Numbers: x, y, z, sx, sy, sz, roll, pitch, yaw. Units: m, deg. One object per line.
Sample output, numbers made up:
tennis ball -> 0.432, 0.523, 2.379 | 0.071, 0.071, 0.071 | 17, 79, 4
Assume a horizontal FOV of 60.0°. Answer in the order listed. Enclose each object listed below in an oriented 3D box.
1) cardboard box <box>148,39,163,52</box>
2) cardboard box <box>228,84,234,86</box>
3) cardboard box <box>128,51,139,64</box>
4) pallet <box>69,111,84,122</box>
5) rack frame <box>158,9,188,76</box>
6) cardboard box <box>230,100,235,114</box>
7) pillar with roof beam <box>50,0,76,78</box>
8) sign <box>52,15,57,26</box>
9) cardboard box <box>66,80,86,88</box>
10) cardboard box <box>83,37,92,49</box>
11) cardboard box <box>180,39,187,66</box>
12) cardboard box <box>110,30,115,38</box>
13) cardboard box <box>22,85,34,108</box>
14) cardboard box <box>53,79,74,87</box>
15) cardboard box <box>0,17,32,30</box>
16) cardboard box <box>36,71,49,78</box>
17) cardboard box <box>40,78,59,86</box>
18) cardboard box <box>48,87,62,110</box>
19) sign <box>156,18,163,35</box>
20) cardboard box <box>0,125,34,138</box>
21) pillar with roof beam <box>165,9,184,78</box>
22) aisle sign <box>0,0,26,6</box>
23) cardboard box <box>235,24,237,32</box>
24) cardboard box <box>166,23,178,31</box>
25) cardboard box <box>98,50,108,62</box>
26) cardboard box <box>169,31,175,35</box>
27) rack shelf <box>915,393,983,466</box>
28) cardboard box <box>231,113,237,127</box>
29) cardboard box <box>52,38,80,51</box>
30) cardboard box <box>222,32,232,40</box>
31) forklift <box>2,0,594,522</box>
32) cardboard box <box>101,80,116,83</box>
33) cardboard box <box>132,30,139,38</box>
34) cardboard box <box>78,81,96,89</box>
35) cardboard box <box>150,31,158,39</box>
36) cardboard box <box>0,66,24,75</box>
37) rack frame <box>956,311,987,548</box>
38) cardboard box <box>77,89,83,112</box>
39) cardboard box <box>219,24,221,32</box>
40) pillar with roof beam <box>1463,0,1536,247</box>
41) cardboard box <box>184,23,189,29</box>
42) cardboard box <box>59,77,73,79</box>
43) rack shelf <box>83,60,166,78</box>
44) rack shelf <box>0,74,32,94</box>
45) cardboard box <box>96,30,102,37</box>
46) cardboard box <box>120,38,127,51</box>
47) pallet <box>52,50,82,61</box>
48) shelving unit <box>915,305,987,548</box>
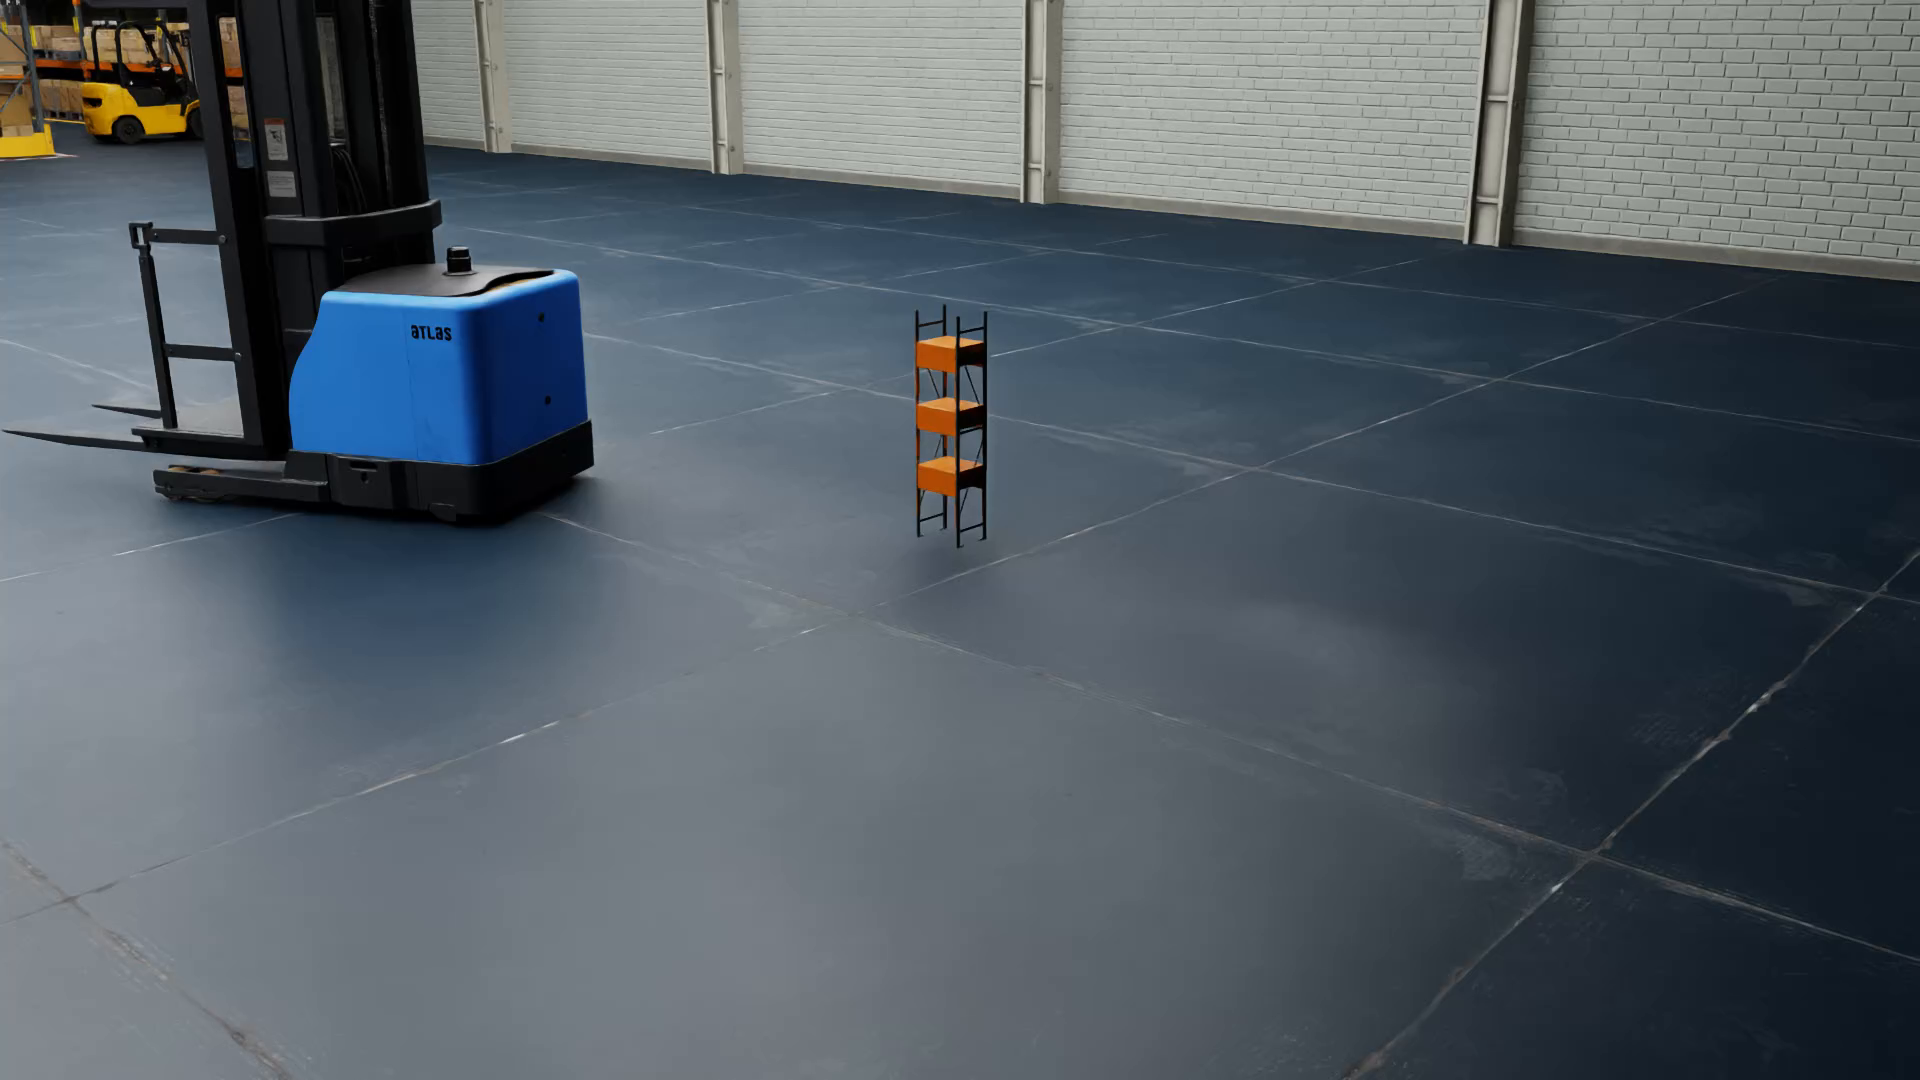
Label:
cardboard box -> -16.059, -10.004, 33.598 | 0.500, 0.250, 0.500 | 14, 23, 38
cardboard box -> -14.226, -8.685, 32.219 | 0.500, 0.250, 0.500 | 14, 23, 38
cardboard box -> -16.803, -9.974, 34.327 | 0.500, 0.250, 0.500 | 15, 23, 40
pallet -> -19.047, -9.429, 36.974 | 1.213, 0.211, 1.003 | 15, 23, 39
rack frame -> -15.522, -9.797, 33.522 | 0.127, 3.000, 1.000 | 15, 23, 39
cardboard box -> -13.870, -8.351, 31.990 | 0.500, 0.250, 0.500 | 14, 23, 38
pillar with roof beam -> -24.286, -13.632, 35.690 | 0.400, 9.000, 9.100 | 15, 23, 39
sign -> -21.140, -12.081, 38.806 | 0.005, 0.325, 0.100 | 15, 23, 39
cardboard box -> -19.611, -10.134, 36.949 | 0.250, 0.149, 0.380 | 16, 24, 41
cardboard box -> -18.361, -10.617, 35.527 | 0.500, 0.250, 0.500 | 15, 23, 39
cardboard box -> -14.963, -9.595, 32.723 | 0.500, 0.500, 0.500 | 16, 23, 40
cardboard box -> -17.499, -10.569, 34.719 | 0.250, 0.149, 0.380 | 16, 23, 40
cardboard box -> -21.293, -10.264, 38.432 | 0.500, 0.500, 0.500 | 16, 24, 42
cardboard box -> -20.174, -10.293, 37.452 | 0.250, 0.149, 0.380 | 15, 23, 39
cardboard box -> -22.443, -12.190, 39.580 | 0.500, 0.500, 0.500 | 14, 23, 38
cardboard box -> -21.188, -10.689, 38.208 | 0.250, 0.149, 0.380 | 14, 22, 37
cardboard box -> -20.742, -10.450, 37.945 | 0.250, 0.149, 0.380 | 15, 23, 38
cardboard box -> -20.134, -9.952, 37.450 | 0.500, 0.500, 0.500 | 14, 22, 37
sign -> -15.875, -10.186, 32.966 | 0.005, 0.325, 0.100 | 15, 23, 39
cardboard box -> -16.242, -6.984, 28.511 | 0.500, 0.250, 0.500 | 15, 23, 39
pillar with roof beam -> -19.798, -12.428, 31.894 | 0.400, 9.000, 9.100 | 15, 23, 39
aisle sign -> -15.570, -9.167, 27.239 | 0.004, 0.787, 0.394 | 15, 23, 39
cardboard box -> -13.357, -9.605, 31.190 | 0.250, 0.149, 0.380 | 16, 23, 40
cardboard box -> -15.481, -10.164, 32.951 | 0.250, 0.149, 0.380 | 16, 23, 40
cardboard box -> -17.971, -10.282, 35.299 | 0.500, 0.250, 0.500 | 14, 23, 38
cardboard box -> -15.458, -10.030, 33.020 | 0.250, 0.149, 0.380 | 15, 23, 38
rack shelf -> -0.040, -0.501, 7.490 | 0.240, 0.259, 0.215 | 15, 23, 39
cardboard box -> -13.825, -8.111, 32.060 | 0.500, 0.250, 0.500 | 15, 23, 40
cardboard box -> -19.518, -10.867, 36.449 | 0.500, 0.250, 0.500 | 14, 22, 37
cardboard box -> -13.749, -9.563, 31.547 | 0.250, 0.149, 0.380 | 14, 22, 38
forklift -> -3.468, -1.722, 8.192 | 3.031, 2.935, 1.130 | 5, 18, 16
cardboard box -> -18.878, -10.152, 37.009 | 0.250, 0.149, 0.380 | 16, 24, 41
cardboard box -> -16.717, -10.370, 34.092 | 0.250, 0.149, 0.380 | 14, 23, 38
cardboard box -> -19.051, -9.960, 36.401 | 0.250, 0.149, 0.380 | 14, 22, 37
cardboard box -> -16.130, -10.220, 33.617 | 0.250, 0.149, 0.380 | 15, 23, 38
cardboard box -> -15.939, -7.865, 27.851 | 0.250, 0.149, 0.380 | 15, 23, 39
rack frame -> 0.051, -0.487, 7.410 | 0.008, 1.050, 0.200 | 15, 23, 39
cardboard box -> -18.973, -9.645, 36.482 | 0.500, 0.500, 0.500 | 16, 24, 41
cardboard box -> -13.959, -9.750, 31.646 | 0.250, 0.149, 0.380 | 16, 23, 40
pillar with roof beam -> 2.640, -6.404, 12.914 | 0.400, 9.000, 9.100 | 15, 23, 39
cardboard box -> -14.904, -10.008, 32.459 | 0.250, 0.149, 0.380 | 16, 23, 40
cardboard box -> -20.651, -10.614, 38.462 | 0.250, 0.149, 0.380 | 15, 23, 40
rack shelf -> -17.018, -9.855, 34.896 | 4.000, 0.370, 1.077 | 15, 23, 39
rack shelf -> -17.318, -7.929, 28.825 | 4.000, 0.370, 1.077 | 15, 23, 39
cardboard box -> -18.061, -10.727, 35.216 | 0.250, 0.149, 0.380 | 16, 24, 41
cardboard box -> -17.192, -10.316, 34.578 | 0.500, 0.250, 0.500 | 15, 23, 40
pallet -> -19.067, -10.629, 36.461 | 1.003, 0.211, 1.213 | 15, 23, 39
shelving unit -> -0.040, -0.511, 7.487 | 0.252, 1.050, 0.215 | 15, 23, 39
